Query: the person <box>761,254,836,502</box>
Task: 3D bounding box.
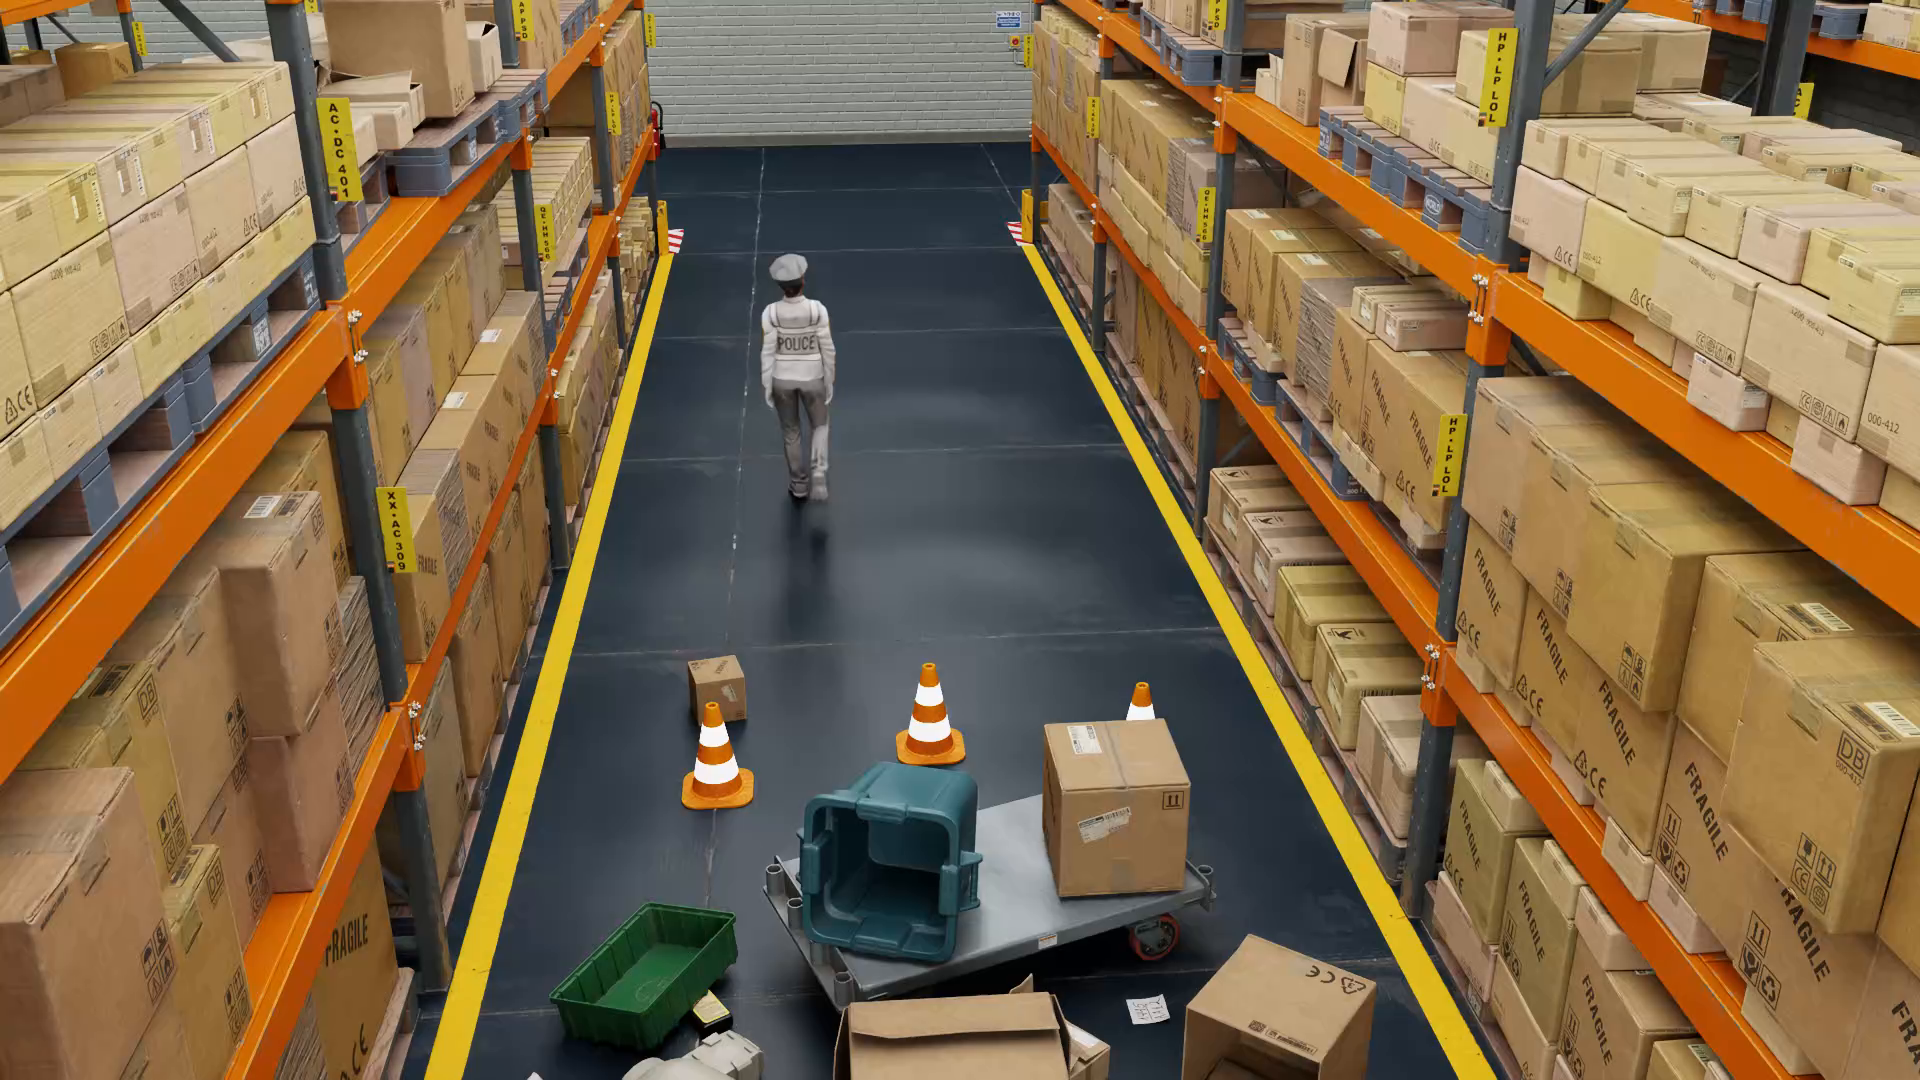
[{"bbox_3d":[-1.050,-1.034,10.861,0.487,1.672,0.614,-2,24,-5],"label":"person"}]
